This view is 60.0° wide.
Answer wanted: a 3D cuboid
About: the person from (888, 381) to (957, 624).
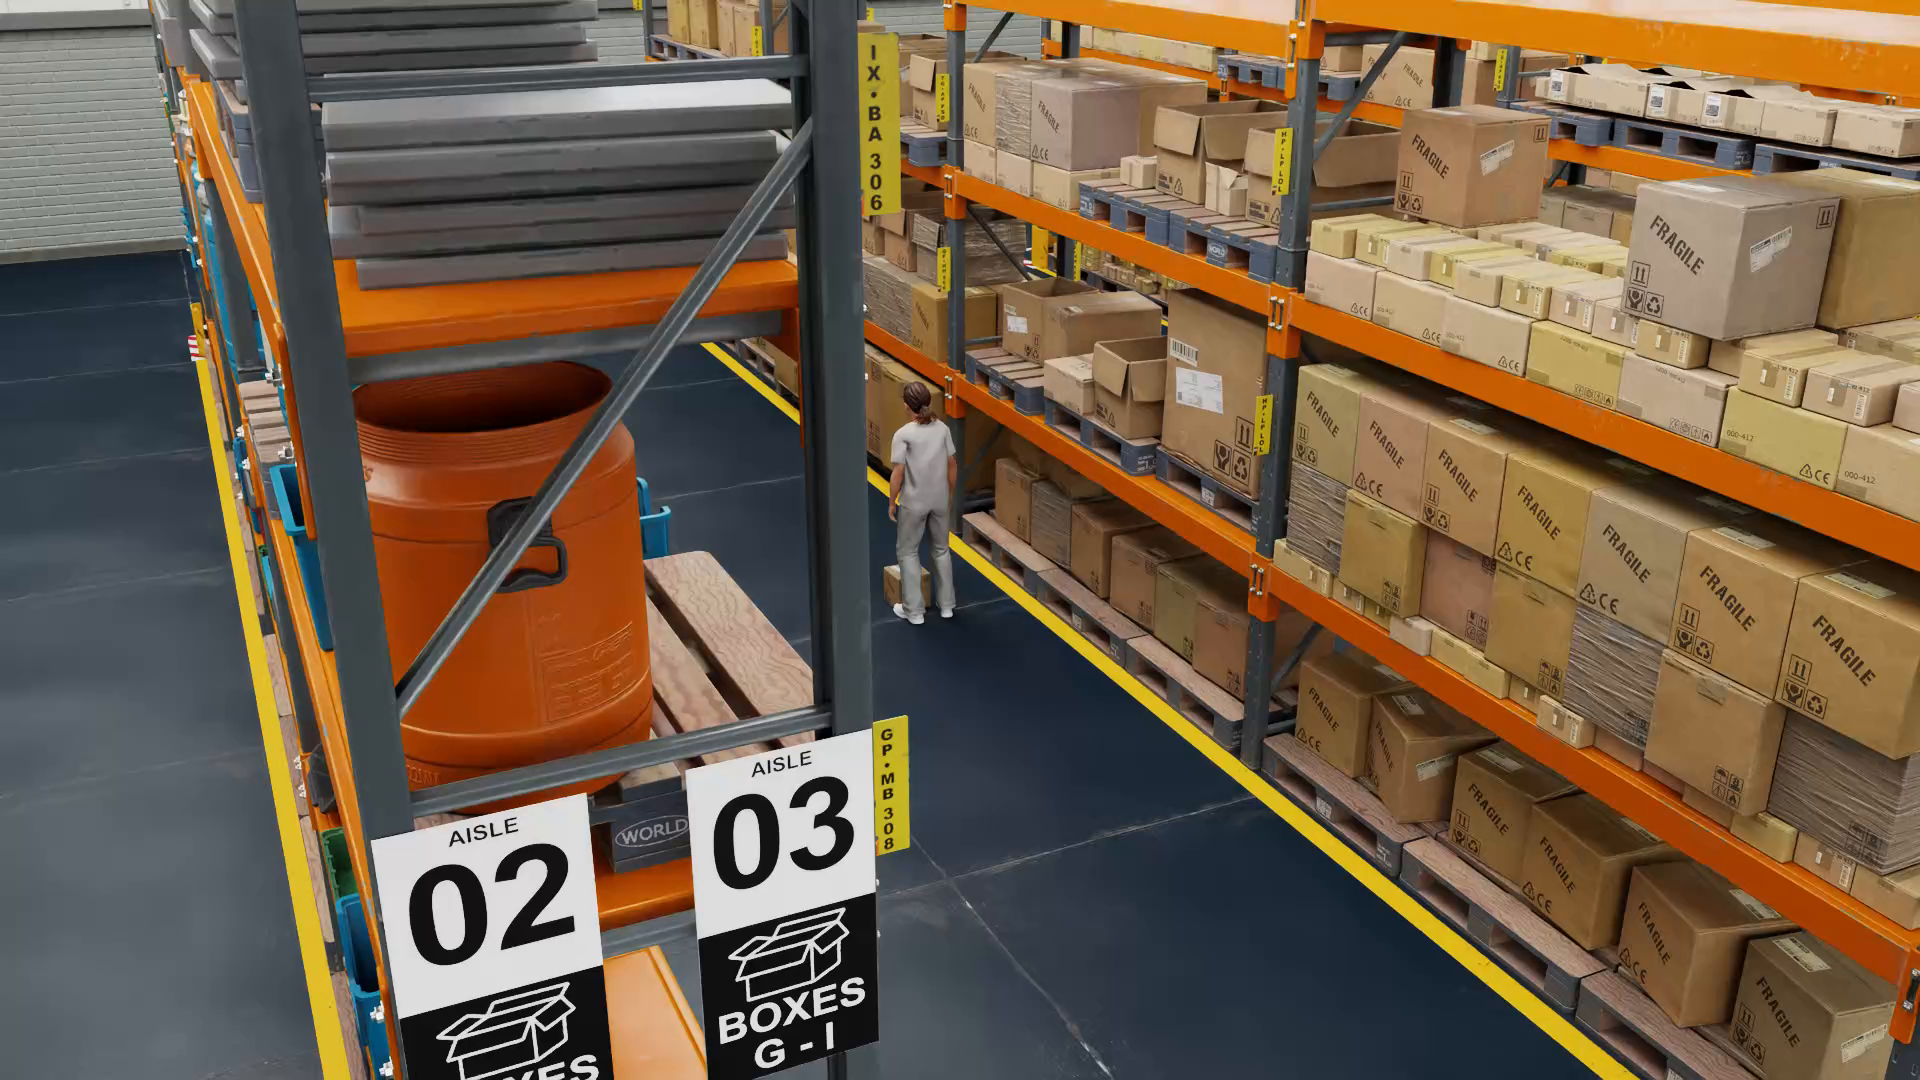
[{"bbox_3d":[-0.253,-0.248,11.204,0.486,1.668,0.357,-10,24,-23],"label":"person"}]
